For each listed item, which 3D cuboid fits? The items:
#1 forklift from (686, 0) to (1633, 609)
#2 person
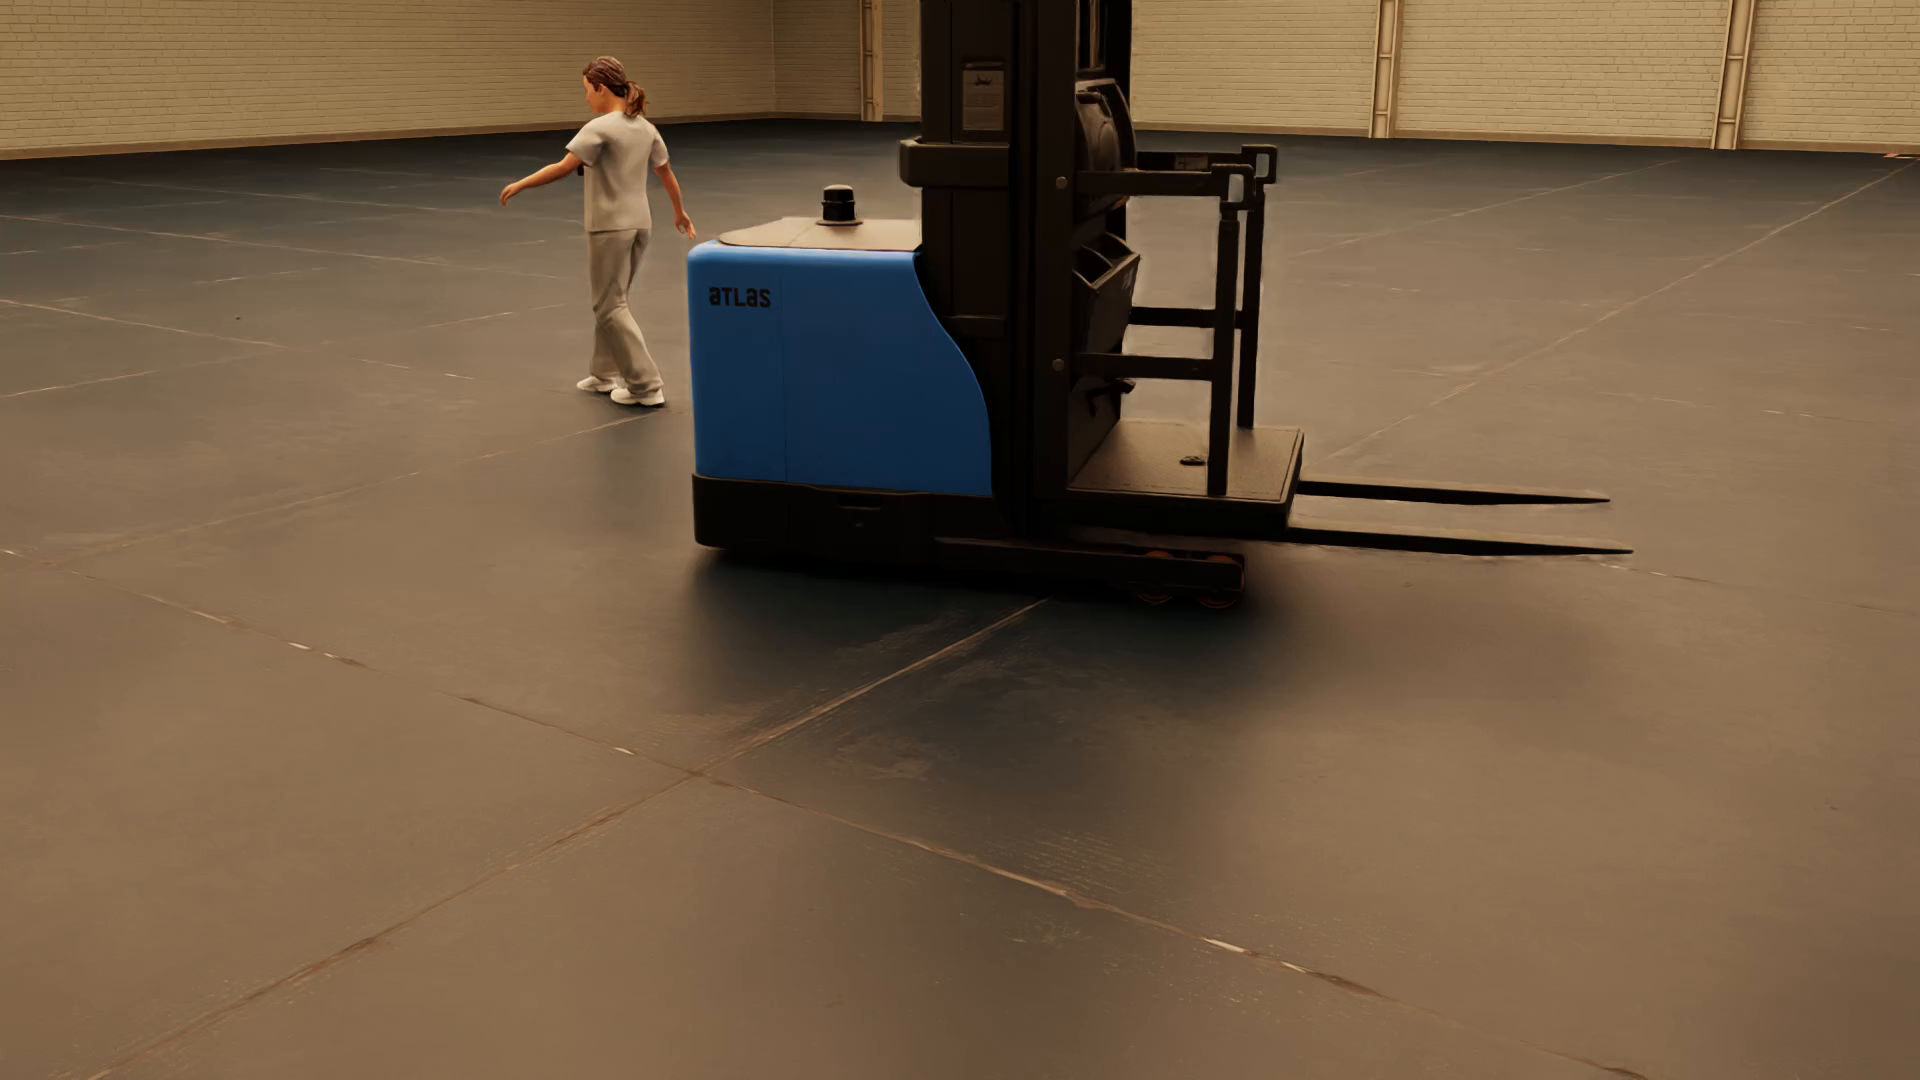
[{"bbox_3d":[0.663,-1.356,5.368,3.031,2.935,1.130,4,17,14],"label":"forklift"},{"bbox_3d":[-1.716,-1.501,8.128,0.707,1.665,0.881,9,19,27],"label":"person"}]
